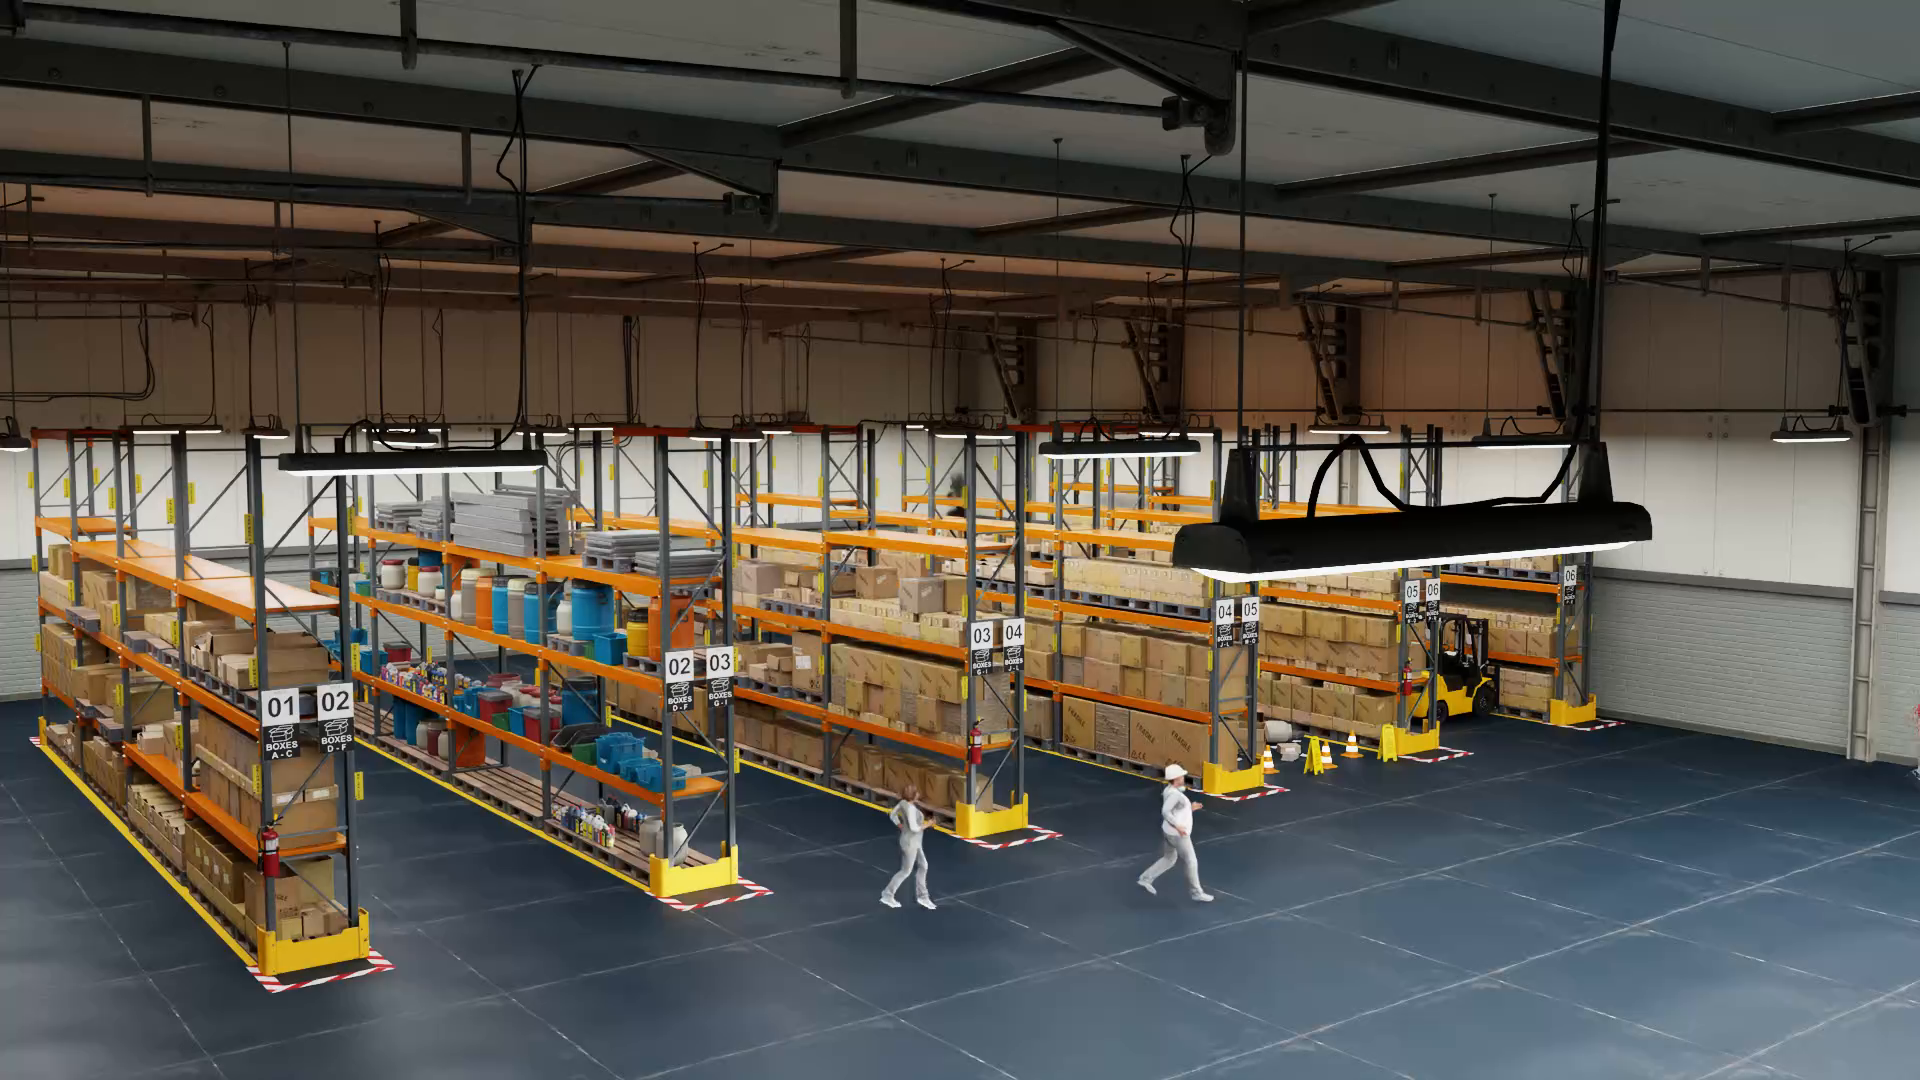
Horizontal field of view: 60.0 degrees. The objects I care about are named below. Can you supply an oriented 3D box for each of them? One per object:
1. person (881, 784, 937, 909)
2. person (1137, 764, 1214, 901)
[{"bbox_3d":[-0.648,3.876,20.933,0.719,1.635,0.524,-1,5,-7],"label":"person"},{"bbox_3d":[2.772,3.748,21.311,0.970,1.758,0.656,-1,5,-7],"label":"person"}]
